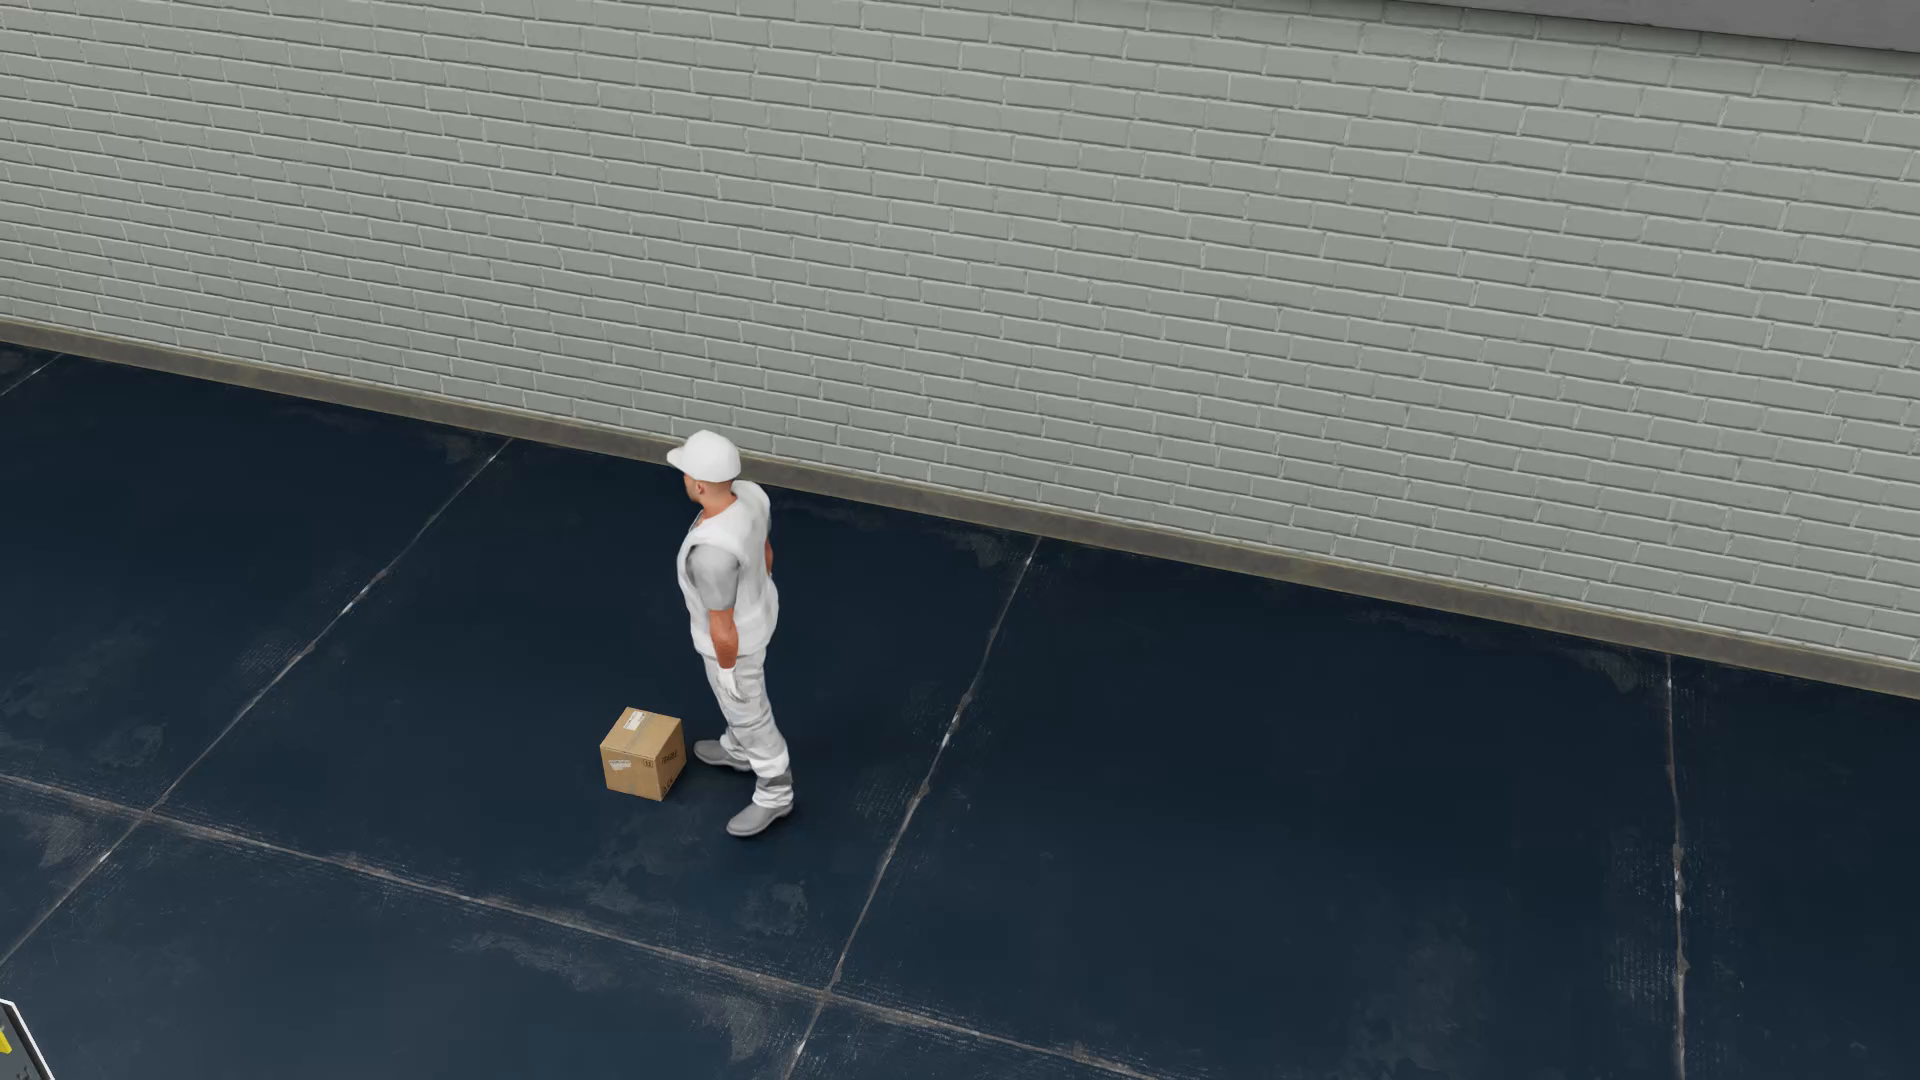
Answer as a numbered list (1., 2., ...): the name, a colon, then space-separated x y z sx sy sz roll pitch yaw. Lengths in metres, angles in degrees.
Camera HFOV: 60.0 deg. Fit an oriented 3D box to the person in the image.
1. person: -0.913 0.321 6.407 0.506 1.789 0.657 4 37 6
